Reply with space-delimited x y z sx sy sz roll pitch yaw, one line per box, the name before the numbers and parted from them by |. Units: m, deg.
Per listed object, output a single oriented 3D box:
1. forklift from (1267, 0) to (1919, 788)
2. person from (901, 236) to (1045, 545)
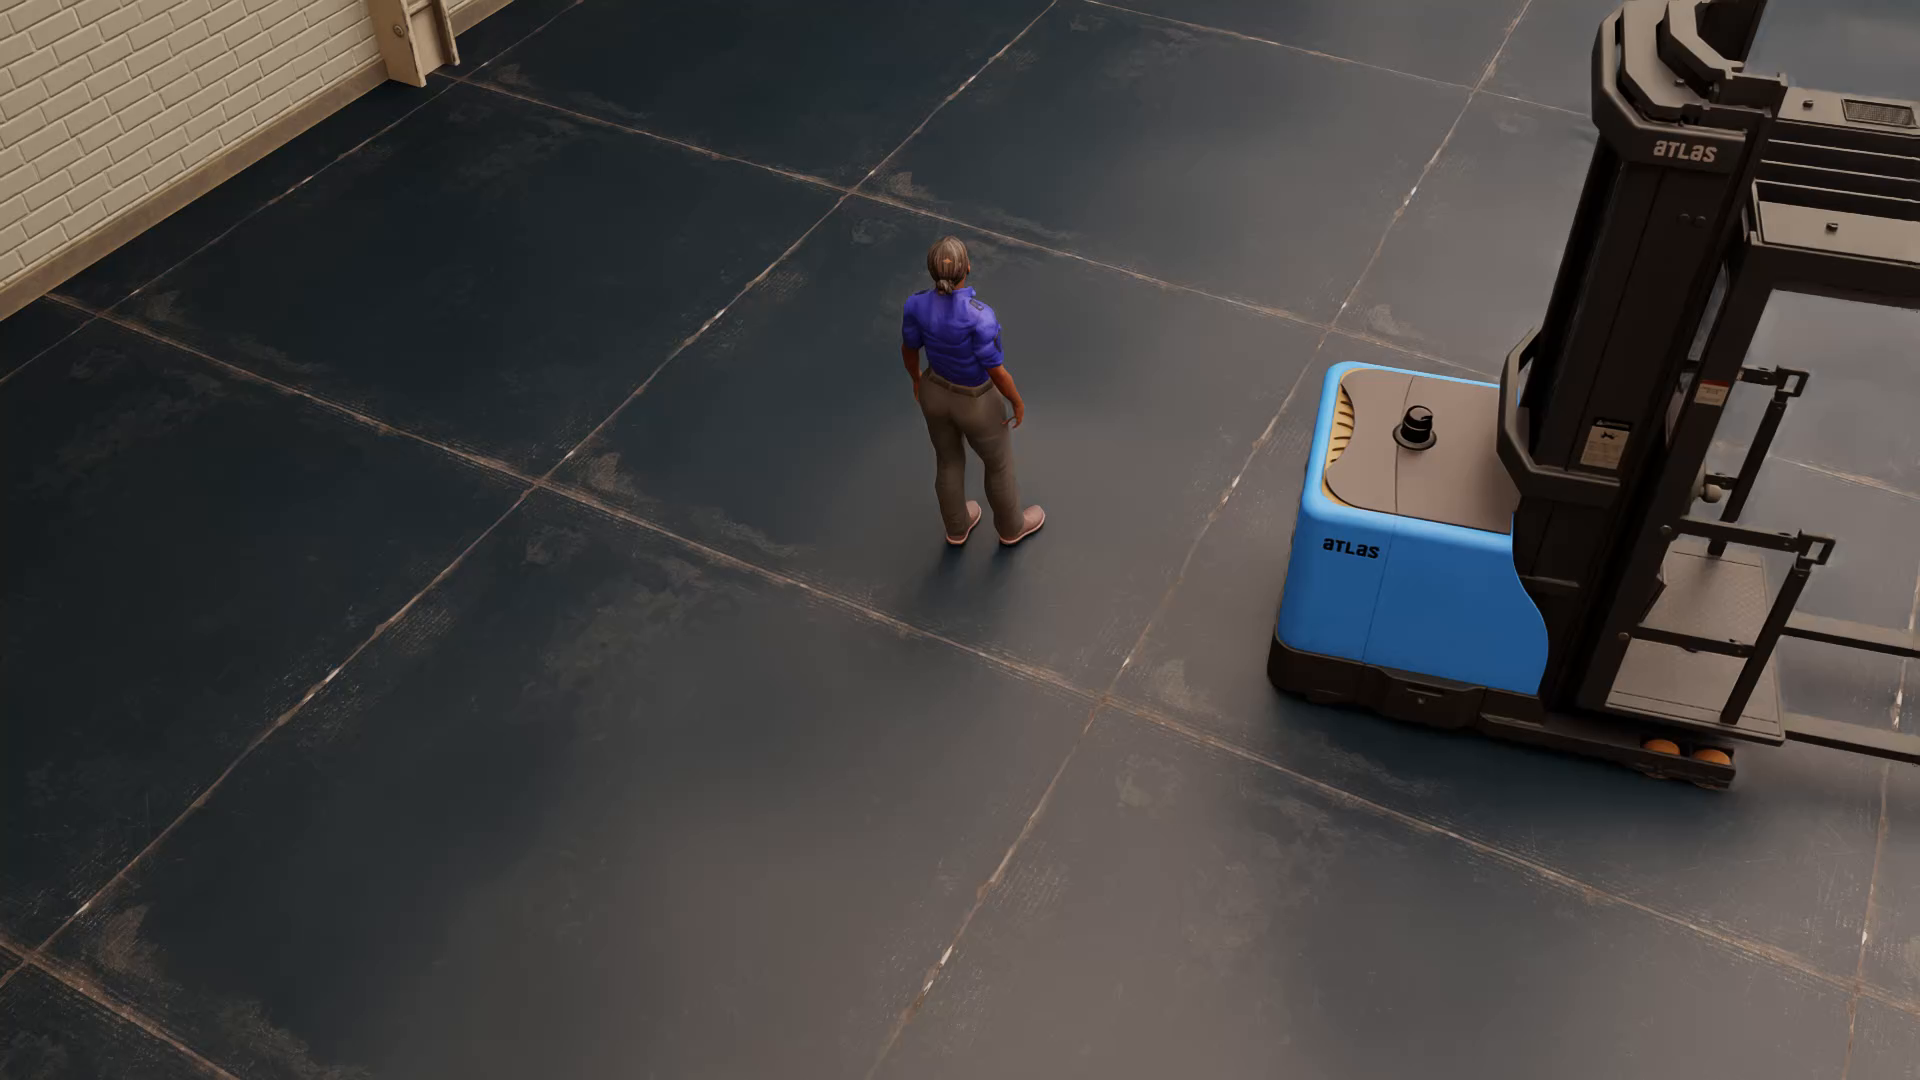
forklift | 2.884 -0.471 6.153 3.031 2.935 1.130 11 44 11
person | 0.058 -0.654 7.269 0.569 1.654 0.504 20 47 20
